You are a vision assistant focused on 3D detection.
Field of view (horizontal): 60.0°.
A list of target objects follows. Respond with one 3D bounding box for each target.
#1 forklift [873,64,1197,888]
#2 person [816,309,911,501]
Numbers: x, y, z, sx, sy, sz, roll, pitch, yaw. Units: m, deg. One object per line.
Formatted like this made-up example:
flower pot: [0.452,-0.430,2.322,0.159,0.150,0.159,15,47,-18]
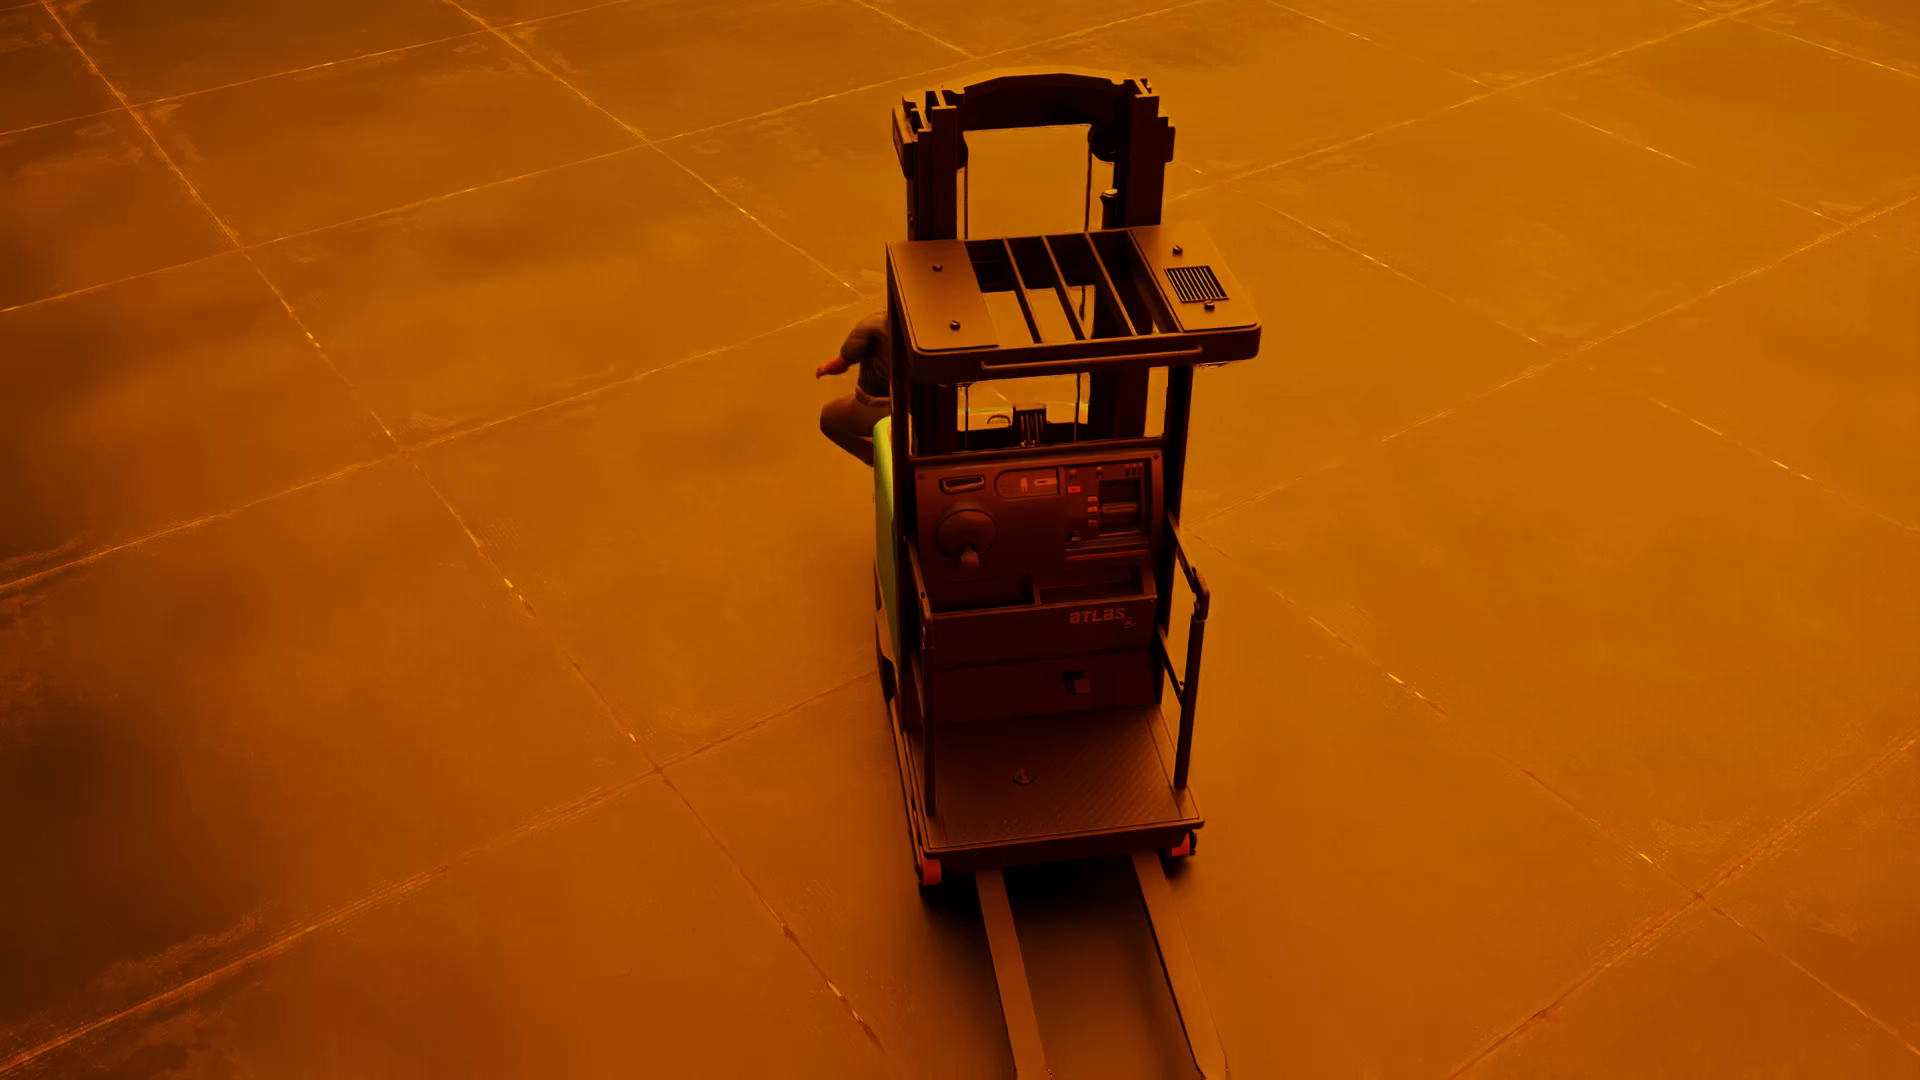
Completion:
forklift: [0.332,-0.046,6.007,1.130,2.935,3.031,-5,37,-7]
person: [-0.333,-0.792,8.234,0.742,1.469,0.704,-12,38,-16]
